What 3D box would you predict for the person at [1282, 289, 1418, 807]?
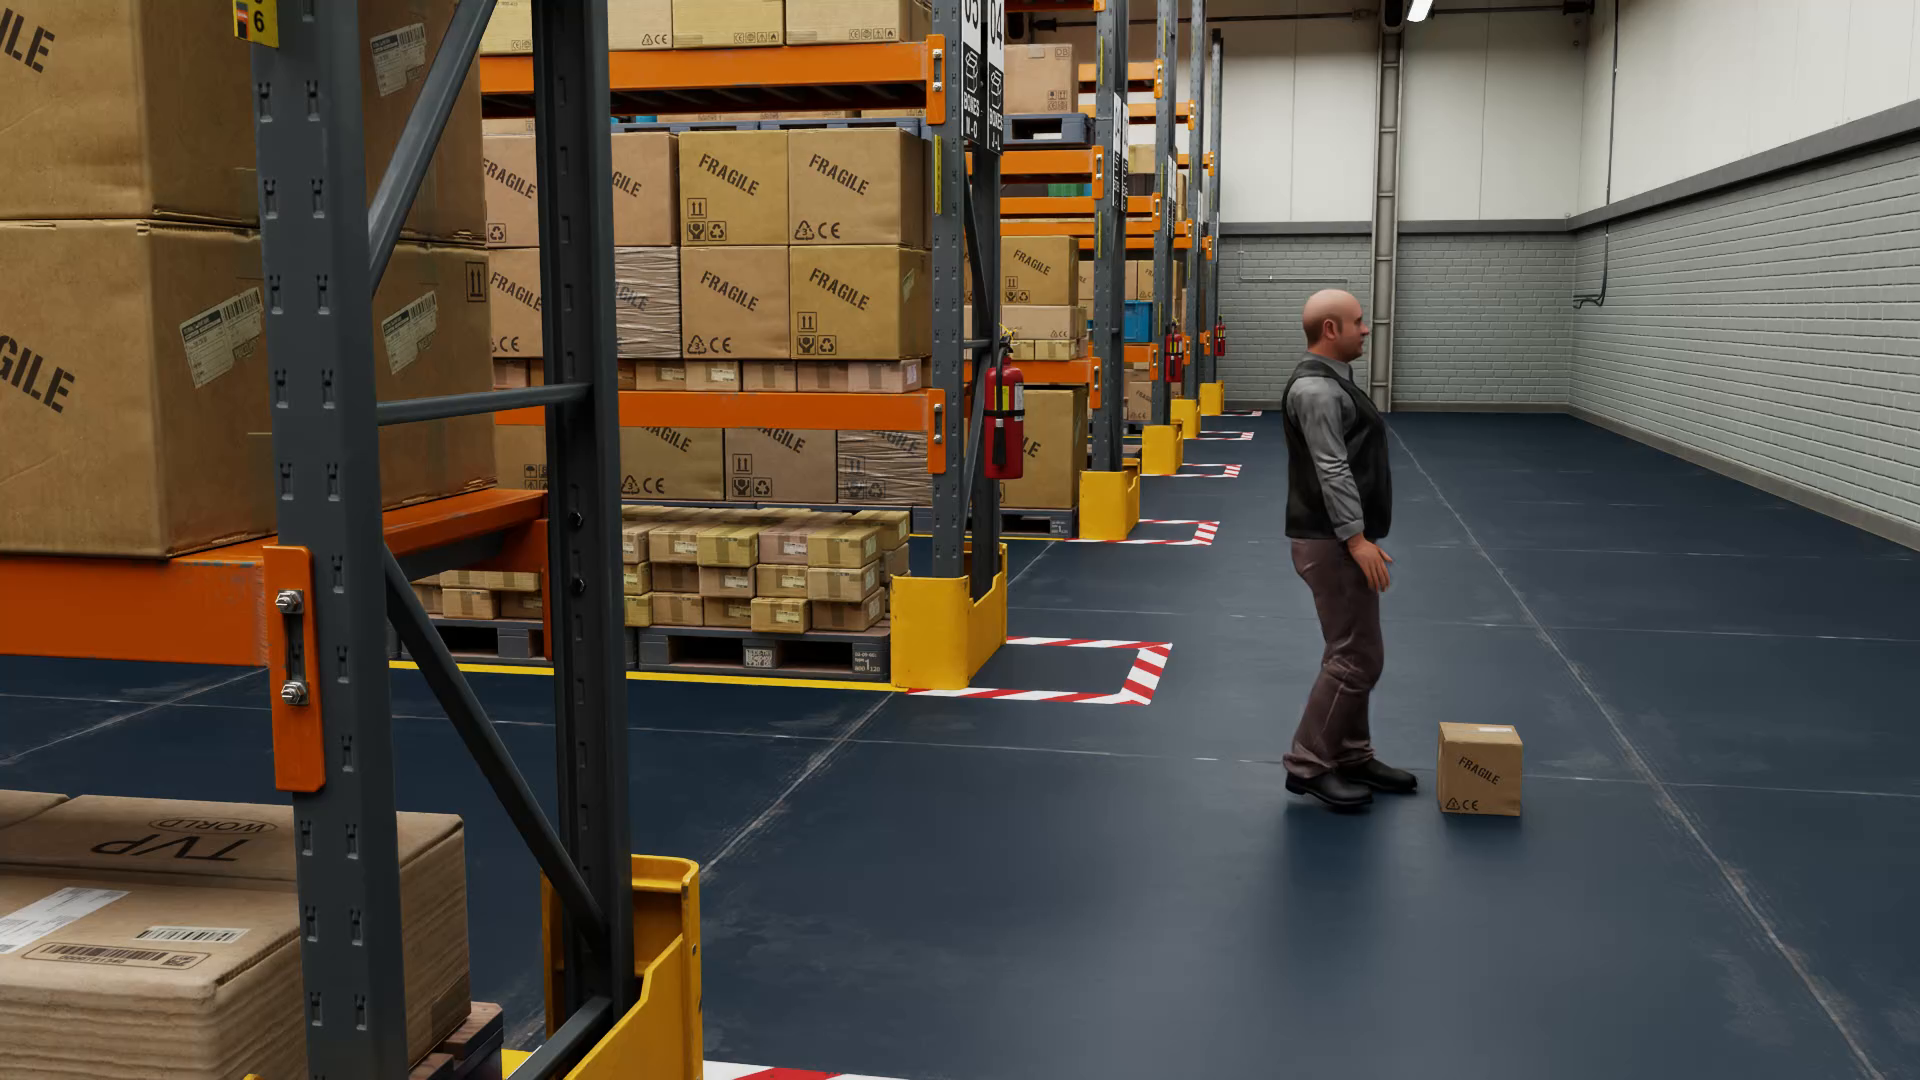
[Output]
[{"bbox_3d":[1.329,0.025,5.633,0.480,1.733,0.572,2,8,17],"label":"person"}]
